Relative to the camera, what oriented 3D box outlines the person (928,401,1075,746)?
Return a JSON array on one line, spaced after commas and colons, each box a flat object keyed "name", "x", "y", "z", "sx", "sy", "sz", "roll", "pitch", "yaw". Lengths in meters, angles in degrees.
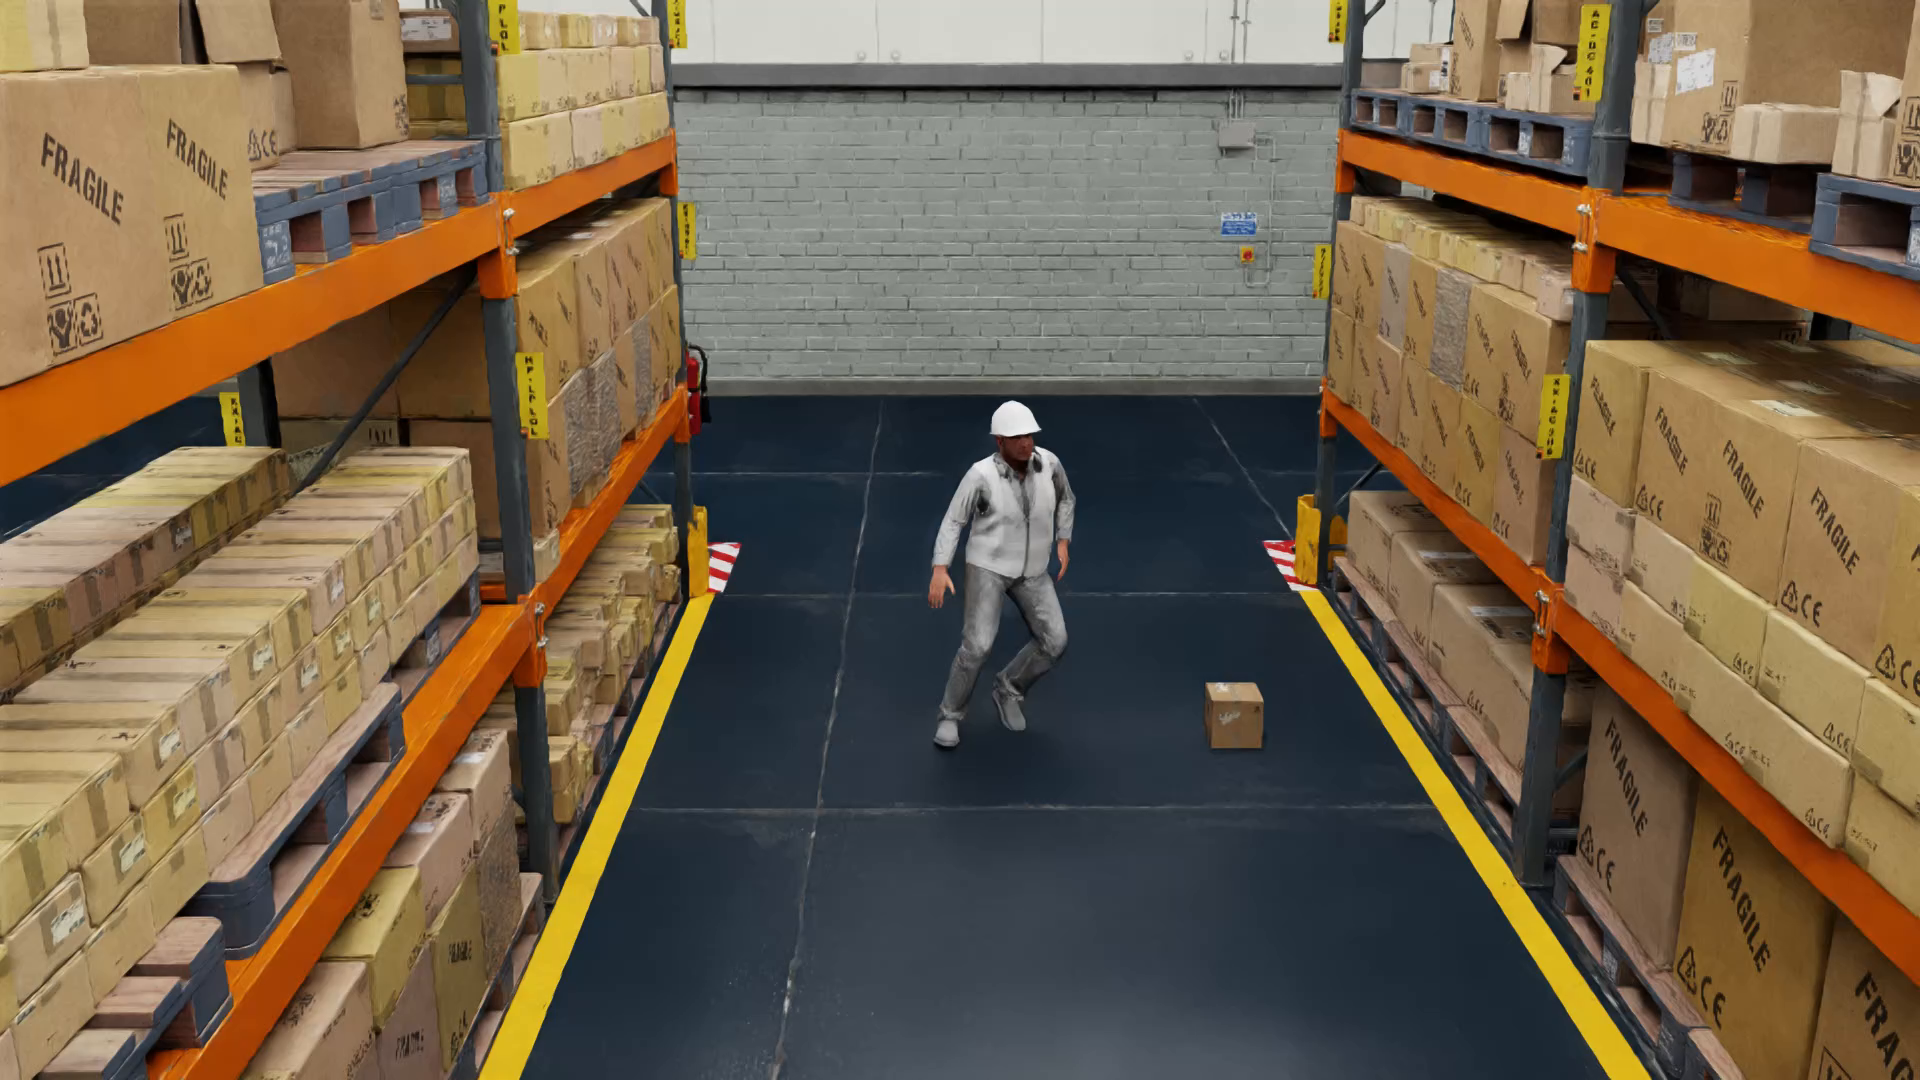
[{"name": "person", "x": 0.197, "y": 0.154, "z": 8.219, "sx": 0.911, "sy": 1.710, "sz": 0.517, "roll": -9, "pitch": 19, "yaw": -27}]
